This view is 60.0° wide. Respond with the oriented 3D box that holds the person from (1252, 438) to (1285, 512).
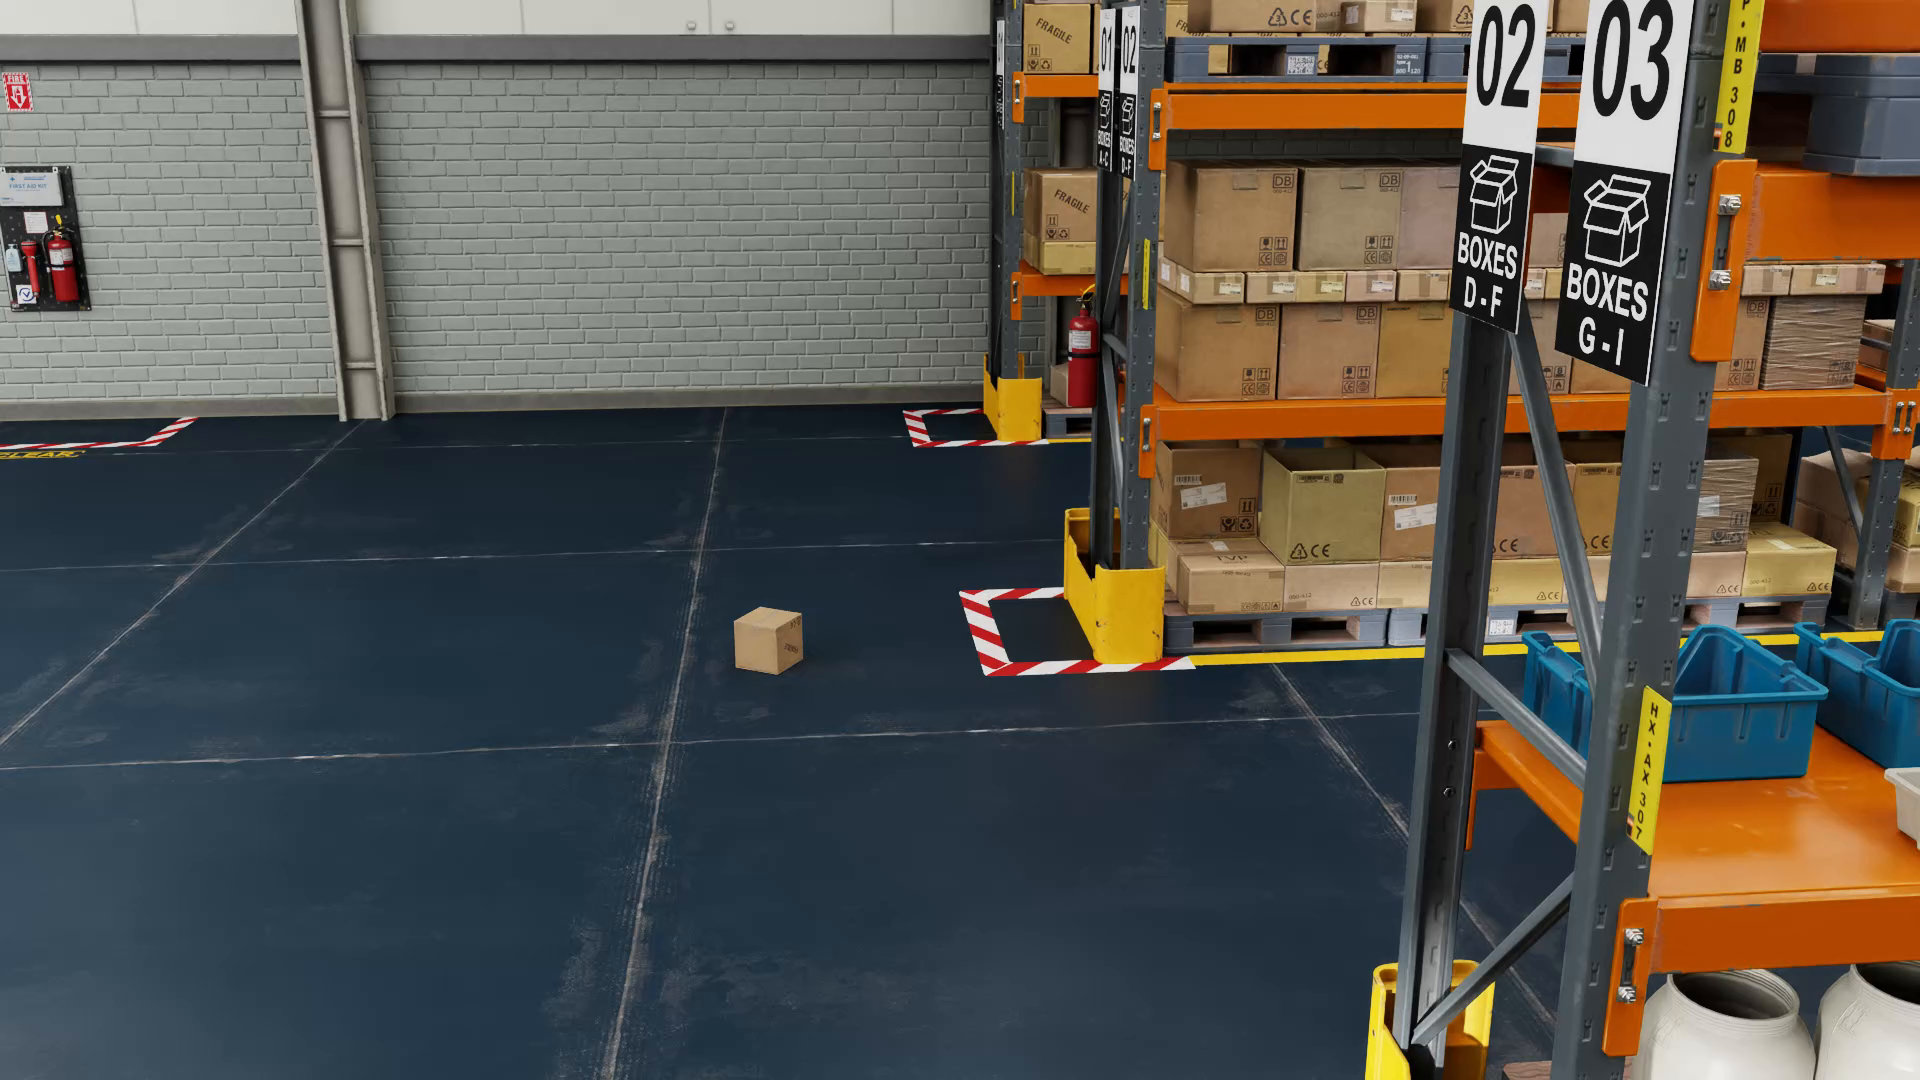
[{"bbox_3d":[1.920,-0.868,10.558,0.724,1.790,0.573,-2,17,-7],"label":"person"}]
